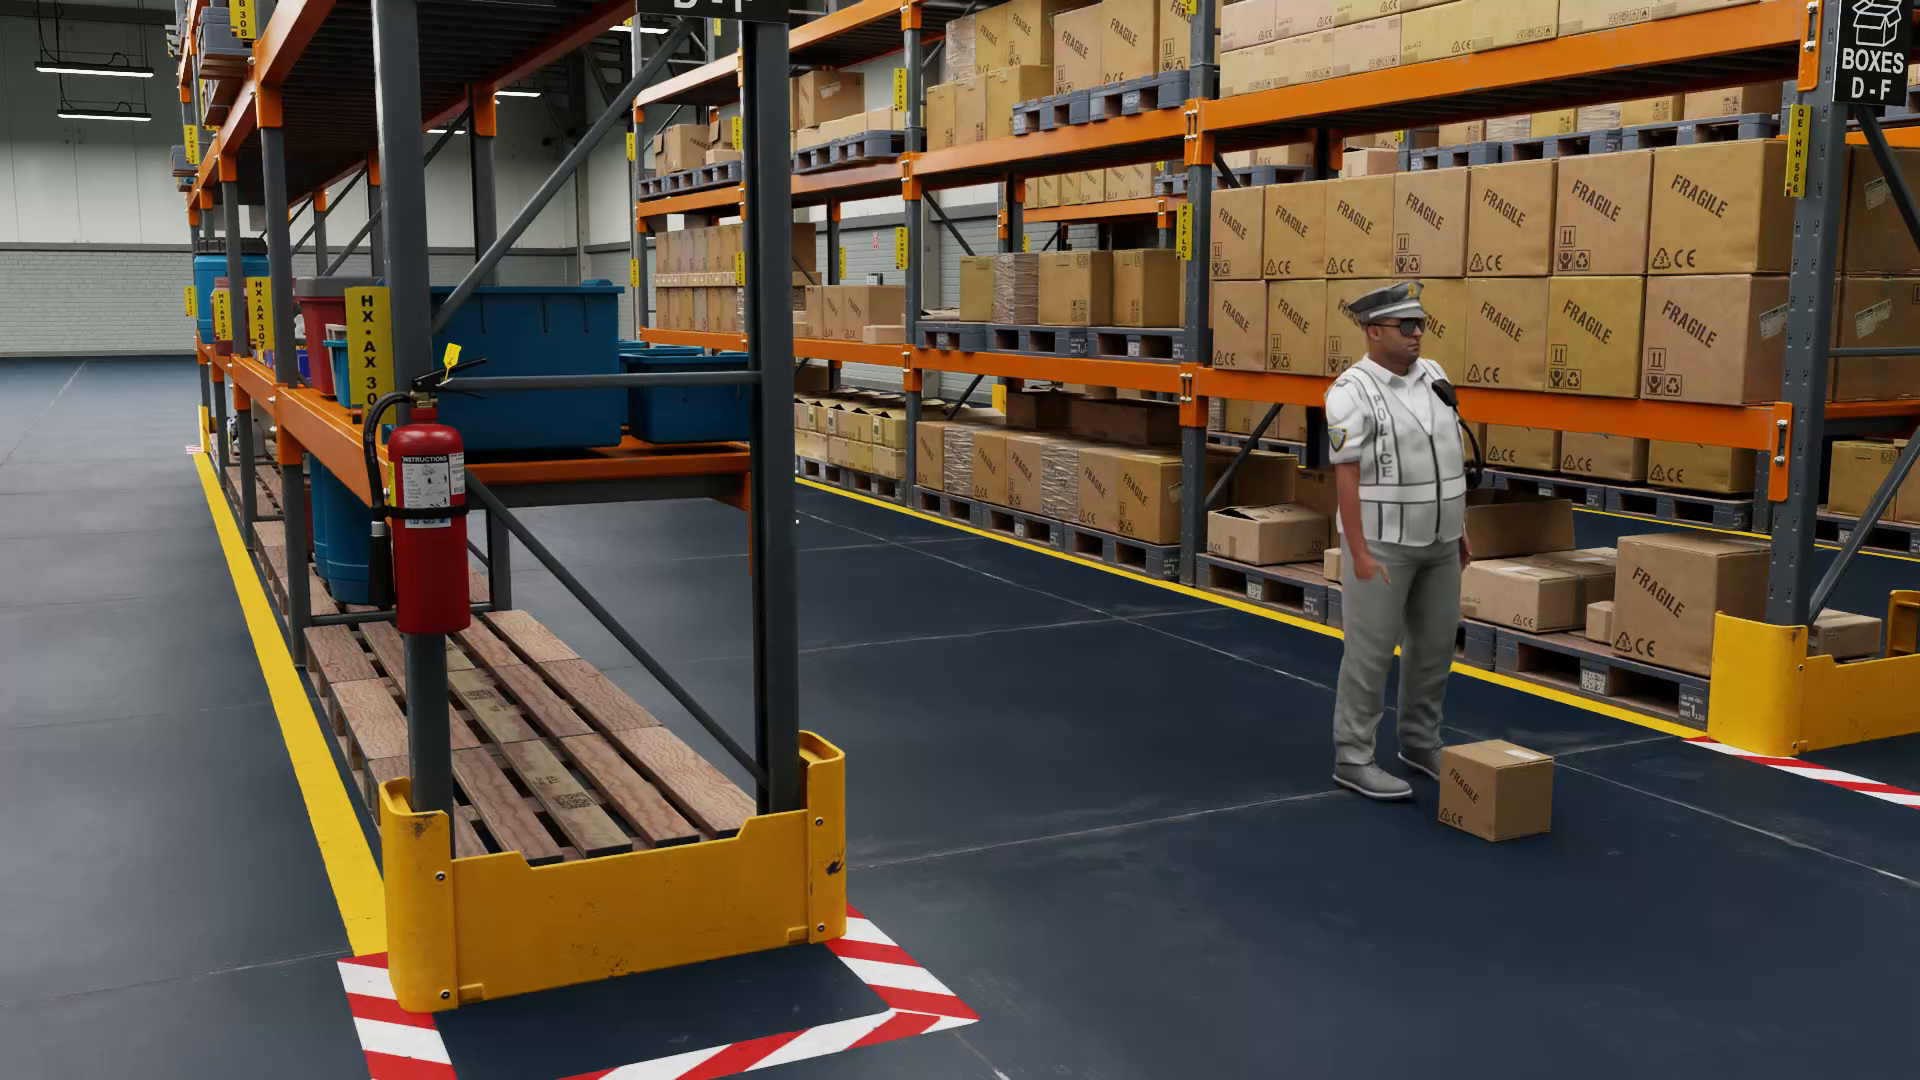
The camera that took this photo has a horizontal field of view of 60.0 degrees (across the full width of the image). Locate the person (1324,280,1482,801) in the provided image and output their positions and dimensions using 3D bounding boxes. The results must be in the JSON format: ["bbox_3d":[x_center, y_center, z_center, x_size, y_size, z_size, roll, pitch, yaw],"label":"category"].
[{"bbox_3d":[1.540,-0.001,5.767,0.596,1.770,0.396,-4,9,-24],"label":"person"}]
